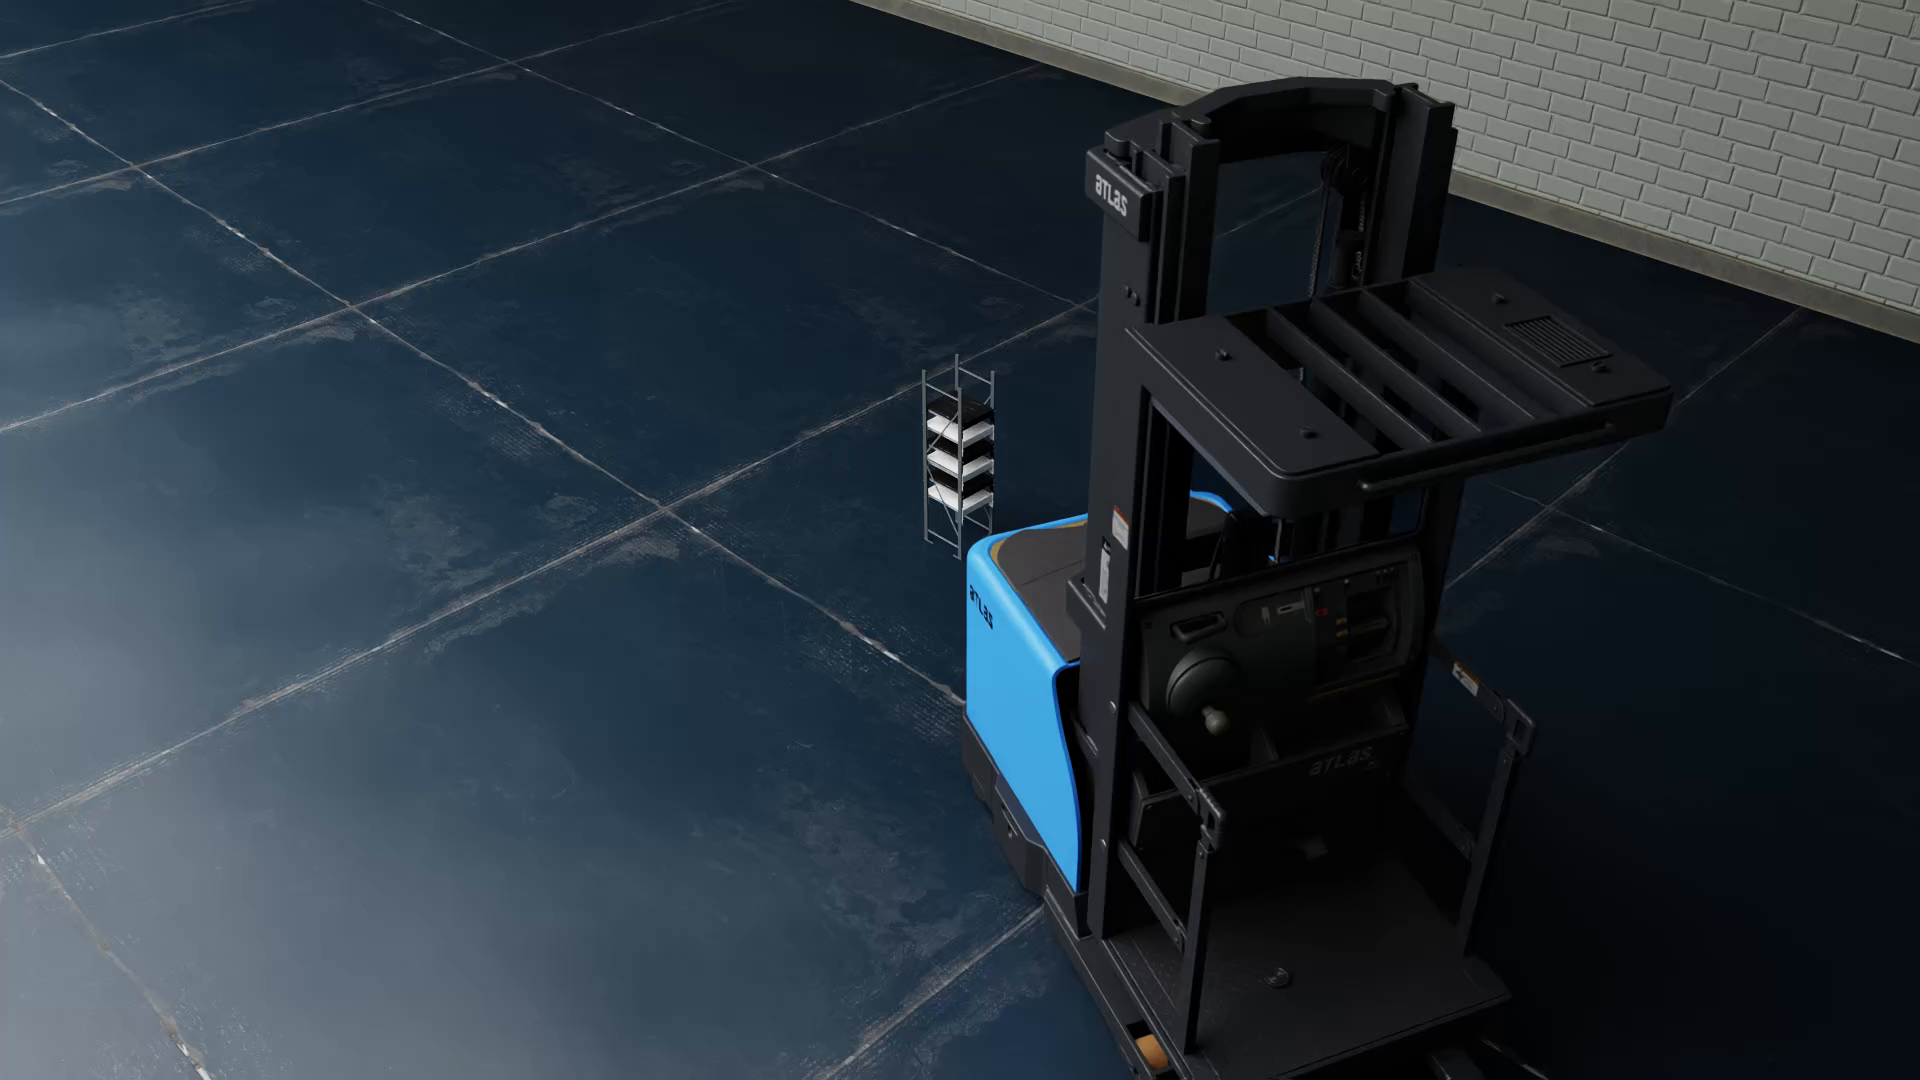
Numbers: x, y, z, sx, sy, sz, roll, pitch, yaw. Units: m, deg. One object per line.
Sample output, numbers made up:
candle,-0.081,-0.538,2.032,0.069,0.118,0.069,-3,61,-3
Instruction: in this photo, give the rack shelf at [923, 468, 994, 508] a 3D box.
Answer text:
rack shelf,-0.006,-0.265,7.558,0.258,0.077,0.200,30,45,35

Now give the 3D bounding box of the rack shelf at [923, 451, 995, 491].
rack shelf,-0.006,-0.338,7.507,0.258,0.077,0.200,30,45,35

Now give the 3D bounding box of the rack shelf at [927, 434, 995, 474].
rack shelf,-0.006,-0.412,7.455,0.258,0.077,0.200,30,45,35

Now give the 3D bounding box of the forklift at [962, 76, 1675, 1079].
forklift,1.027,0.358,4.675,1.130,2.935,3.031,-13,37,-18

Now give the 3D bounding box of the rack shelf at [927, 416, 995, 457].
rack shelf,-0.006,-0.486,7.404,0.258,0.077,0.200,30,45,35

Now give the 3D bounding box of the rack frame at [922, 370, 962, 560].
rack frame,-0.077,-0.325,7.429,0.240,0.900,0.006,30,45,35

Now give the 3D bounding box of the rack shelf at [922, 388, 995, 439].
rack shelf,-0.006,-0.560,7.352,0.258,0.077,0.200,30,45,35

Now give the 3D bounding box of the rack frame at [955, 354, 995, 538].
rack frame,0.066,-0.407,7.547,0.240,0.900,0.006,30,45,35

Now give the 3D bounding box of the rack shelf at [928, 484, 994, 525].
rack shelf,-0.006,-0.191,7.610,0.258,0.077,0.200,30,45,35

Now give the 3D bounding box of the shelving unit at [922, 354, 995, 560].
shelving unit,-0.006,-0.366,7.488,0.258,0.900,0.210,30,45,35
